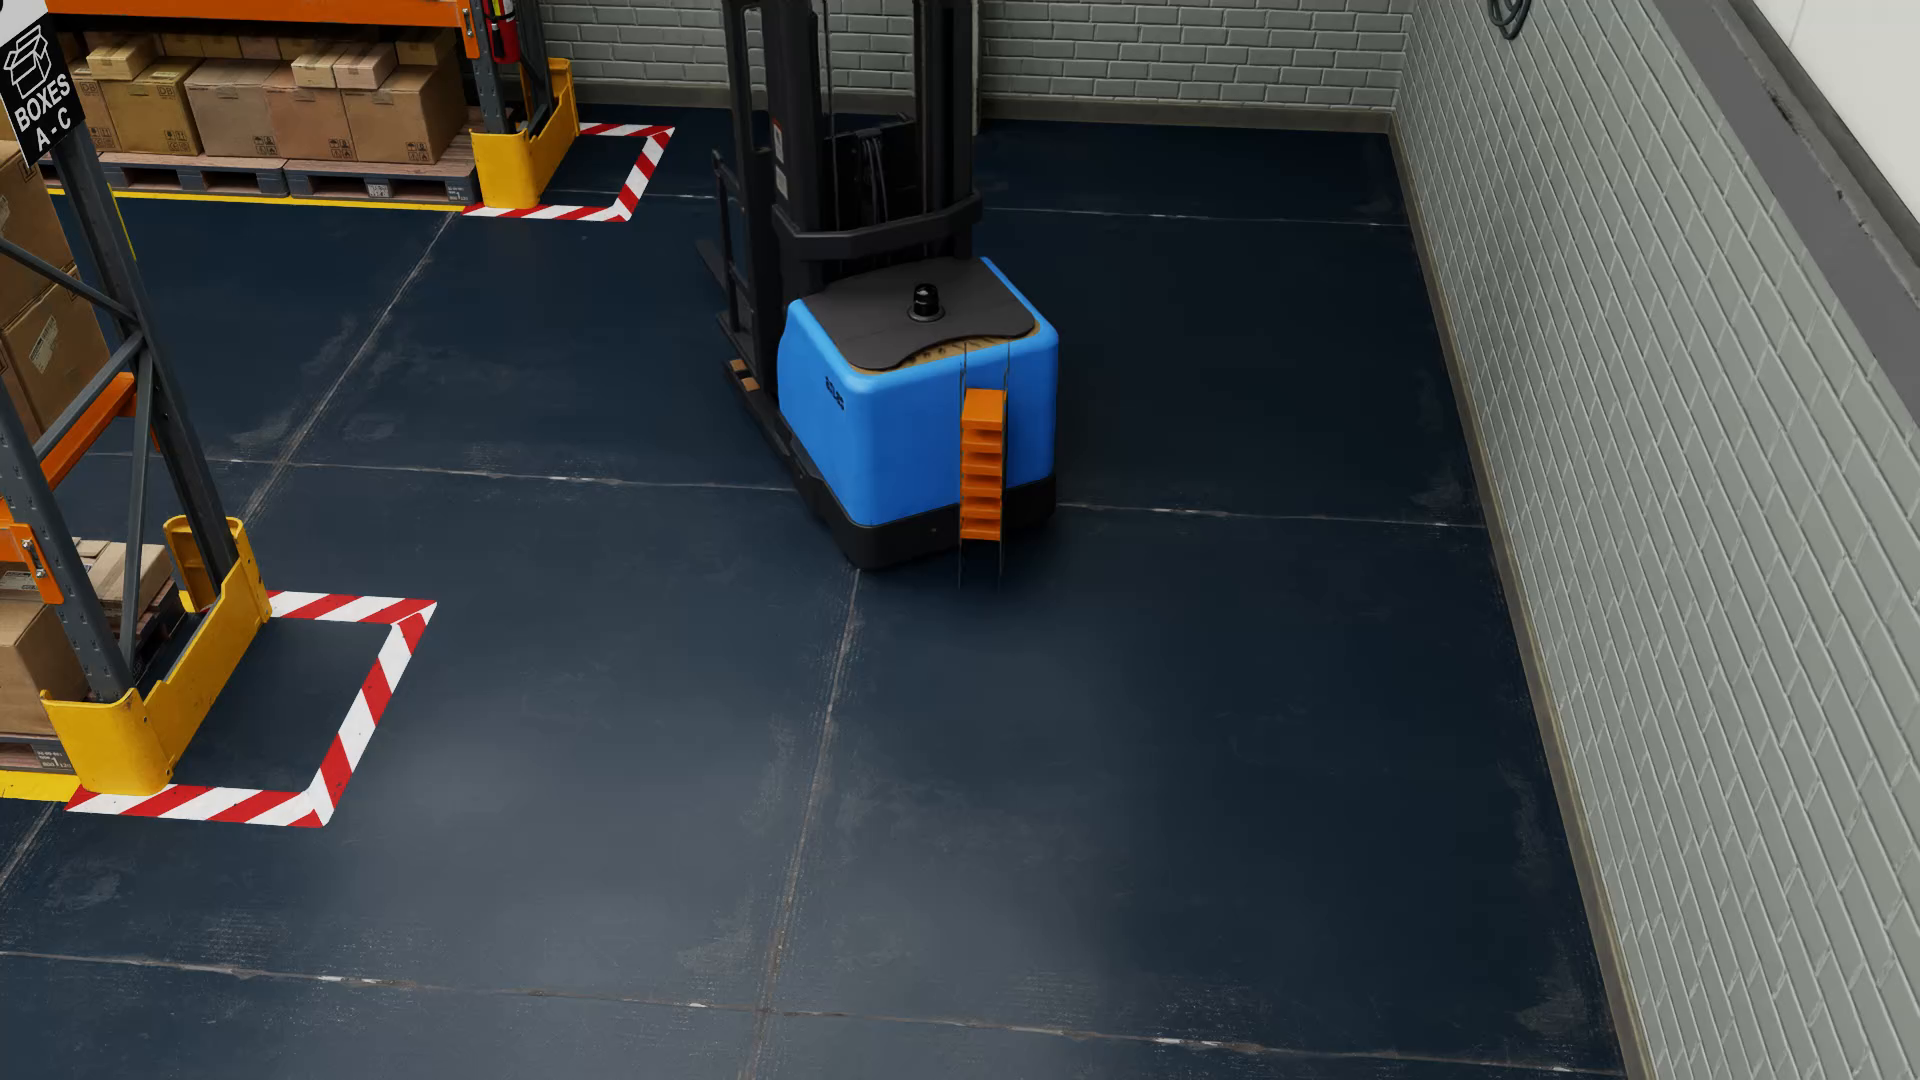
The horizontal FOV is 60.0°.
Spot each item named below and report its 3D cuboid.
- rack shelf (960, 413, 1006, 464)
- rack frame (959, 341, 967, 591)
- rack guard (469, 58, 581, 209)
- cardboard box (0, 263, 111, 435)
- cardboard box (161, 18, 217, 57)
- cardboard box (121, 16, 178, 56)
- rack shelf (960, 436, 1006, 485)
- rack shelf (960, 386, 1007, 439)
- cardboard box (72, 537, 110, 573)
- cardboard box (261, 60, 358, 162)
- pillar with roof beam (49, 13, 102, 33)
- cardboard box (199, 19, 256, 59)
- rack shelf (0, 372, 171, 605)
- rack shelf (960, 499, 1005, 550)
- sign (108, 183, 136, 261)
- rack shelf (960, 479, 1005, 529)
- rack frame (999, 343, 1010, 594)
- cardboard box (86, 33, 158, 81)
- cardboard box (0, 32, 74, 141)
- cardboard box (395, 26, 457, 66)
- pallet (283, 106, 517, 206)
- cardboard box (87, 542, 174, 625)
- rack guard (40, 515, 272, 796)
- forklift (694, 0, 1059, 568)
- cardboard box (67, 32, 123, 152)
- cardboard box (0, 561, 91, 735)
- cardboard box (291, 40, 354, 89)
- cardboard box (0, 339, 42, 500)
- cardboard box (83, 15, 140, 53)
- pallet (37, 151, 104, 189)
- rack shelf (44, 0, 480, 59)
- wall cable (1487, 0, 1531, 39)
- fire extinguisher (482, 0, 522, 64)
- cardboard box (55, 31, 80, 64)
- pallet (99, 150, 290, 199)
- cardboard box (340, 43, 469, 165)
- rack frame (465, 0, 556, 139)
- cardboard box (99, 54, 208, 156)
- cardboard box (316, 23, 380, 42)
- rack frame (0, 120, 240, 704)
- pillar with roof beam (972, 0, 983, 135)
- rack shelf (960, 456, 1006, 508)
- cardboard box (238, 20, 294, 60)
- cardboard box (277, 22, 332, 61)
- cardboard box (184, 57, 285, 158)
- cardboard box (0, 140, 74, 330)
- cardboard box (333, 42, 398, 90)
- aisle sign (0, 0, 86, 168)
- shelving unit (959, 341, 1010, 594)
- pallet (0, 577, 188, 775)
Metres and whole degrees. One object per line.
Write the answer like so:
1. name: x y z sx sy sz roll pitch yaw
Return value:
1. rack shelf: 0.104 -0.450 7.213 0.180 0.103 0.258 4 39 5
2. rack frame: 0.013 -0.305 7.344 0.006 1.200 0.240 4 39 5
3. rack guard: -2.802 -2.652 10.782 0.348 0.500 1.175 3 39 4
4. cardboard box: -3.669 -0.736 6.369 0.500 0.500 0.500 4 39 5
5. cardboard box: -4.906 -3.244 10.663 0.250 0.149 0.380 2 39 3
6. cardboard box: -5.163 -3.257 10.680 0.250 0.149 0.380 4 39 4
7. rack shelf: 0.104 -0.357 7.289 0.180 0.103 0.258 4 39 5
8. rack shelf: 0.104 -0.543 7.138 0.180 0.103 0.258 4 39 5
9. cardboard box: -3.886 0.169 7.233 0.250 0.166 0.380 3 39 4
10. cardboard box: -4.030 -2.818 10.654 0.500 0.500 0.700 3 39 4
11. pillar with roof beam: -6.410 -3.965 5.664 0.400 9.000 9.100 3 39 4
12. cardboard box: -4.653 -3.230 10.646 0.250 0.149 0.380 4 39 4
13. rack shelf: -5.242 -0.337 6.528 4.000 0.370 1.077 3 39 4
14. rack shelf: 0.104 -0.078 7.516 0.180 0.103 0.258 4 39 5
15. sign: -3.203 -1.184 6.313 0.005 0.325 0.100 3 39 4
16. rack shelf: 0.104 -0.171 7.441 0.180 0.103 0.258 4 39 5
17. rack frame: 0.195 -0.292 7.329 0.006 1.200 0.240 4 39 5
18. cardboard box: -5.229 -3.018 10.386 0.250 0.149 0.380 2 39 3
19. cardboard box: -6.075 -2.929 10.790 0.500 0.500 0.700 4 39 4
20. cardboard box: -3.390 -3.162 10.562 0.250 0.149 0.380 3 39 4
21. pallet: -3.629 -2.535 10.868 1.213 0.211 1.003 3 39 4
22. cardboard box: -3.637 0.189 7.222 0.250 0.149 0.380 3 39 4
23. rack guard: -3.325 0.458 6.961 0.348 0.500 1.175 3 39 4
24. forklift: -0.615 -1.935 7.975 1.130 2.935 3.031 -16 42 -19
25. cardboard box: -5.575 -2.899 10.754 0.500 0.500 0.700 3 39 3
26. cardboard box: -3.813 0.417 6.663 0.500 0.500 0.500 3 39 4
27. cardboard box: -3.930 -2.949 10.300 0.250 0.149 0.380 4 39 5
28. cardboard box: -3.719 -0.399 5.955 0.500 0.500 0.500 4 39 5
29. cardboard box: -5.414 -3.272 10.697 0.250 0.149 0.380 2 39 2
30. pallet: -6.060 -2.668 11.031 1.213 0.211 1.003 3 39 4
31. rack shelf: -4.819 -3.452 10.356 4.000 0.370 1.077 3 39 4
32. wall cable: 2.778 -4.212 8.427 0.112 2.526 3.097 3 39 4
33. fire extinguisher: -2.716 -3.149 9.770 0.183 0.674 0.296 3 39 4
34. cardboard box: -5.749 -3.047 10.421 0.250 0.149 0.380 4 39 5
35. pallet: -4.841 -2.603 10.952 1.213 0.211 1.003 3 39 4
36. cardboard box: -3.532 -2.791 10.621 0.500 0.500 0.700 3 39 4
37. rack frame: -2.826 -3.622 9.995 0.127 3.000 1.000 3 39 4
38. cardboard box: -5.063 -2.870 10.717 0.500 0.500 0.700 4 39 5
39. cardboard box: -3.895 -3.189 10.596 0.250 0.149 0.380 3 39 4
40. rack frame: -3.250 -0.507 6.167 0.127 3.000 1.000 3 39 4
41. pillar with roof beam: -0.433 -3.639 5.262 0.400 9.000 9.100 3 39 4
42. rack shelf: 0.104 -0.264 7.365 0.180 0.103 0.258 4 39 5
43. cardboard box: -4.398 -3.216 10.629 0.250 0.149 0.380 4 39 4
44. cardboard box: -4.144 -3.203 10.613 0.250 0.149 0.380 3 39 4
45. cardboard box: -4.532 -2.845 10.687 0.500 0.500 0.700 2 39 2
46. cardboard box: -3.669 -1.123 6.053 0.500 0.500 0.500 4 39 5
47. cardboard box: -3.676 -2.935 10.284 0.250 0.149 0.380 3 39 3
48. aisle sign: -3.156 -1.696 5.569 0.004 0.787 0.394 3 39 4
49. shelving unit: 0.104 -0.299 7.337 0.189 1.200 0.258 4 39 5
50. pallet: -4.120 0.528 7.105 1.213 0.211 1.003 3 39 4
